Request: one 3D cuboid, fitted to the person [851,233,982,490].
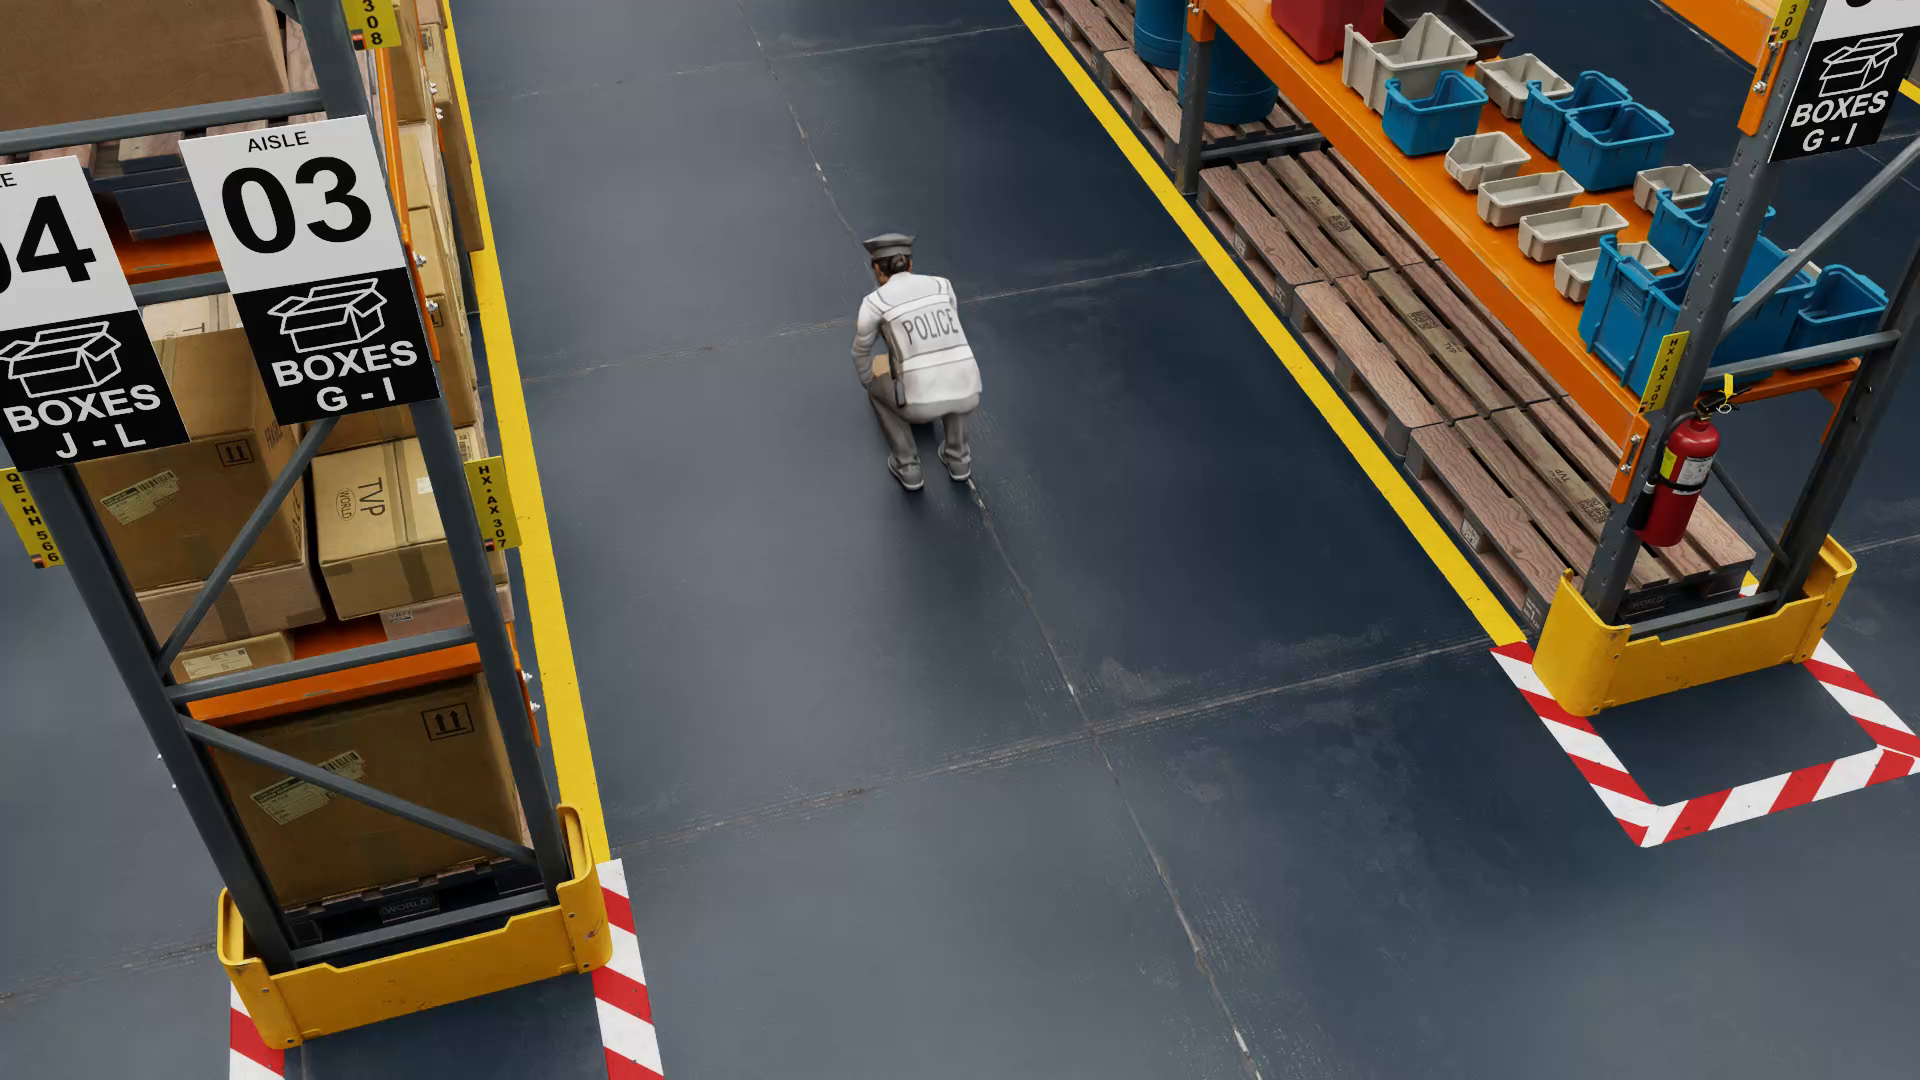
[{"bbox_3d":[-0.208,-0.788,7.461,0.505,1.075,0.827,-12,44,-13],"label":"person"}]
